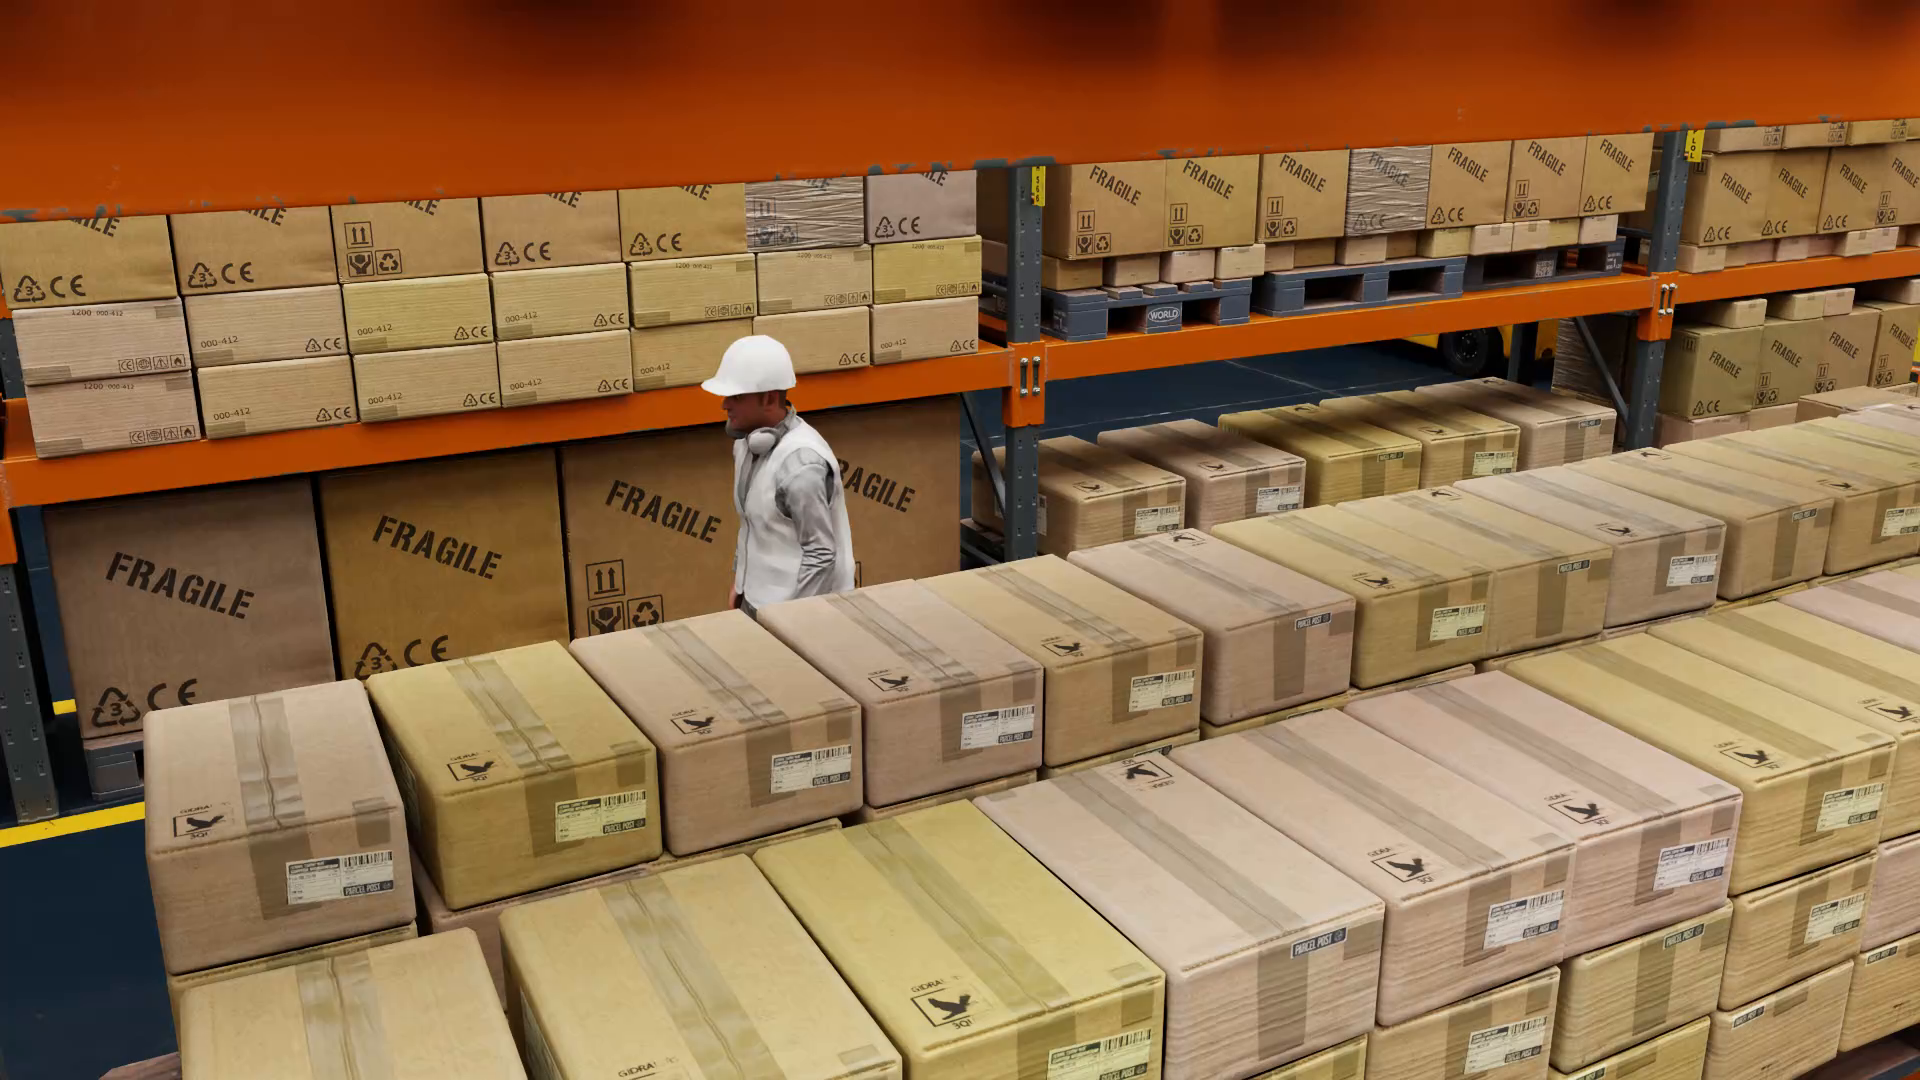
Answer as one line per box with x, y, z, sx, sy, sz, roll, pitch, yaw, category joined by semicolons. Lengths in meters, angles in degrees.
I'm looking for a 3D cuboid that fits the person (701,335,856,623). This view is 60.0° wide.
-0.583;0.207;5.393;0.460;1.769;0.580;-9;21;-26;person
